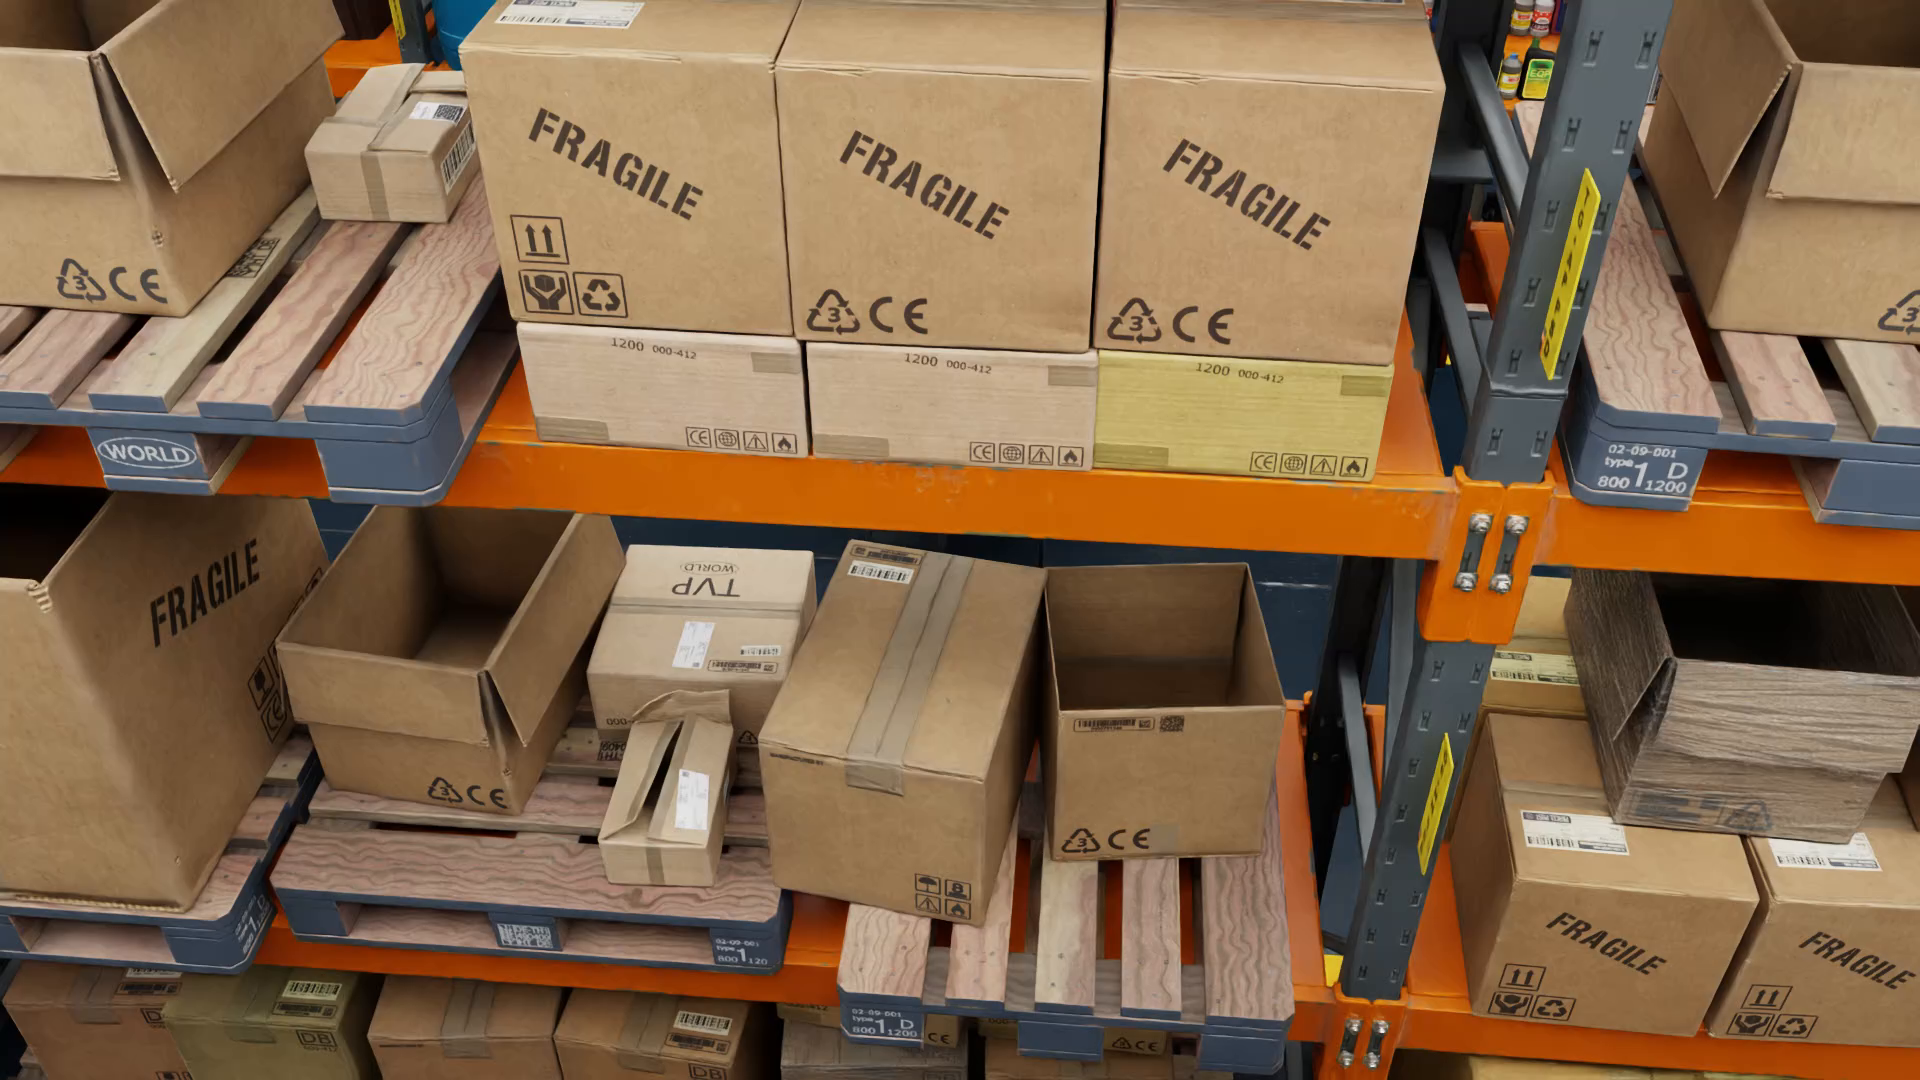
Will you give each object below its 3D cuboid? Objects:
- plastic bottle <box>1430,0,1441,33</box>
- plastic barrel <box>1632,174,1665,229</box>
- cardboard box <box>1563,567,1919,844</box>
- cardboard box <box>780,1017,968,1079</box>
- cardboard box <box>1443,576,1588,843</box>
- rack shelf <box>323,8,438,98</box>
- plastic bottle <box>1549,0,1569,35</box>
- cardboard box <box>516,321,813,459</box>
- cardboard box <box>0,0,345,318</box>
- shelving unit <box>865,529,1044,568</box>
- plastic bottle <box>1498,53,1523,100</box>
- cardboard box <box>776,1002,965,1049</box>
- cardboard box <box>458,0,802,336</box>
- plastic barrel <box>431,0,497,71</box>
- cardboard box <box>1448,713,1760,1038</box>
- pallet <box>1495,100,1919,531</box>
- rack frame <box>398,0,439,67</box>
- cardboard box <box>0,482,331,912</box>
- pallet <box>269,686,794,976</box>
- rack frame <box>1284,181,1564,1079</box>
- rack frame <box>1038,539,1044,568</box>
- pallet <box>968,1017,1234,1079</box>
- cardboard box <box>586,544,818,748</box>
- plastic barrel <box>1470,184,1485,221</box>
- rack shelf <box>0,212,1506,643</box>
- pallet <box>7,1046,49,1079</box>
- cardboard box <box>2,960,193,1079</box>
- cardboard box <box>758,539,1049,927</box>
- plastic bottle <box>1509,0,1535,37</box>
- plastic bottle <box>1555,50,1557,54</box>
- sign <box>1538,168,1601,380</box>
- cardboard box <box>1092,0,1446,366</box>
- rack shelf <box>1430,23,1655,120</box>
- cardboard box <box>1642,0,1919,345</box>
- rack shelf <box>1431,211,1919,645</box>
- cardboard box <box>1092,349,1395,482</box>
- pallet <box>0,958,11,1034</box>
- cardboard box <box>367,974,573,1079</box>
[{"bbox_3d":[2.401,-2.659,8.242,0.097,0.271,0.097,0,39,0],"label":"plastic bottle"},{"bbox_3d":[3.608,-1.650,8.538,0.421,0.512,0.421,0,39,0],"label":"plastic barrel"},{"bbox_3d":[1.723,0.234,3.713,0.637,0.503,0.797,4,39,5],"label":"cardboard box"},{"bbox_3d":[-0.227,1.364,4.829,0.500,0.500,0.700,0,39,0],"label":"cardboard box"},{"bbox_3d":[1.509,0.444,4.249,0.500,0.500,0.500,4,39,5],"label":"cardboard box"},{"bbox_3d":[-4.554,-2.551,8.578,4.000,0.370,1.077,3,39,4],"label":"rack shelf"},{"bbox_3d":[3.002,-2.642,8.212,0.133,0.283,0.061,3,39,4],"label":"plastic bottle"},{"bbox_3d":[-0.494,-0.413,3.124,0.500,0.250,0.500,4,39,5],"label":"cardboard box"},{"bbox_3d":[-1.590,-0.834,3.108,0.637,0.503,0.797,5,39,6],"label":"cardboard box"},{"bbox_3d":[-0.007,-0.582,6.777,0.755,1.500,0.431,3,39,4],"label":"shelving unit"},{"bbox_3d":[2.534,-2.144,7.665,0.097,0.201,0.097,0,39,0],"label":"plastic bottle"},{"bbox_3d":[-0.203,1.079,4.585,0.500,0.250,0.500,7,40,9],"label":"cardboard box"},{"bbox_3d":[-0.504,-0.711,2.896,0.500,0.500,0.500,4,39,5],"label":"cardboard box"},{"bbox_3d":[-2.203,-2.704,7.799,0.708,0.901,0.600,3,39,4],"label":"plastic barrel"},{"bbox_3d":[1.457,0.770,3.848,0.500,0.500,0.500,4,39,5],"label":"cardboard box"},{"bbox_3d":[1.642,-0.477,3.233,1.003,0.211,1.213,5,39,6],"label":"pallet"},{"bbox_3d":[-2.561,-2.721,8.217,0.127,3.000,1.000,3,39,4],"label":"rack frame"},{"bbox_3d":[-2.209,0.129,3.907,1.000,1.000,1.000,3,39,4],"label":"cardboard box"},{"bbox_3d":[-0.979,0.604,4.284,1.213,0.211,1.003,3,39,4],"label":"pallet"},{"bbox_3d":[0.996,0.612,4.123,0.127,3.000,1.000,3,39,4],"label":"rack frame"},{"bbox_3d":[0.358,-0.562,6.752,0.023,1.500,0.400,3,39,4],"label":"rack frame"},{"bbox_3d":[0.218,1.650,5.056,1.213,0.211,1.003,3,39,4],"label":"pallet"},{"bbox_3d":[-0.654,0.271,4.327,0.500,0.250,0.500,2,39,3],"label":"cardboard box"},{"bbox_3d":[2.483,-1.711,8.614,0.421,0.512,0.421,0,39,0],"label":"plastic barrel"},{"bbox_3d":[-0.996,-0.382,3.537,4.000,0.370,1.077,3,39,4],"label":"rack shelf"},{"bbox_3d":[-2.213,1.517,5.220,1.213,0.211,1.003,3,39,4],"label":"pallet"},{"bbox_3d":[-2.379,1.239,4.983,0.500,0.500,0.700,0,39,0],"label":"cardboard box"},{"bbox_3d":[-0.110,0.438,3.924,0.500,0.500,0.700,9,40,10],"label":"cardboard box"},{"bbox_3d":[2.789,-2.611,8.238,0.097,0.201,0.097,0,39,0],"label":"plastic bottle"},{"bbox_3d":[2.764,-2.158,7.627,0.097,0.271,0.097,0,39,0],"label":"plastic bottle"},{"bbox_3d":[0.947,-0.411,2.593,0.005,0.325,0.100,3,39,4],"label":"sign"},{"bbox_3d":[0.499,-0.653,2.825,0.500,0.500,0.500,4,39,5],"label":"cardboard box"},{"bbox_3d":[3.416,-2.116,8.043,4.000,0.370,1.077,3,39,4],"label":"rack shelf"},{"bbox_3d":[1.610,-0.767,3.025,0.637,0.503,0.797,5,39,6],"label":"cardboard box"},{"bbox_3d":[2.989,-0.164,3.269,4.000,0.370,1.077,3,39,4],"label":"rack shelf"},{"bbox_3d":[0.502,-0.365,3.065,0.500,0.250,0.500,3,39,4],"label":"cardboard box"},{"bbox_3d":[-3.661,1.461,5.288,1.213,0.211,1.003,3,39,4],"label":"pallet"},{"bbox_3d":[-1.348,1.308,4.899,0.500,0.500,0.700,0,39,0],"label":"cardboard box"}]
